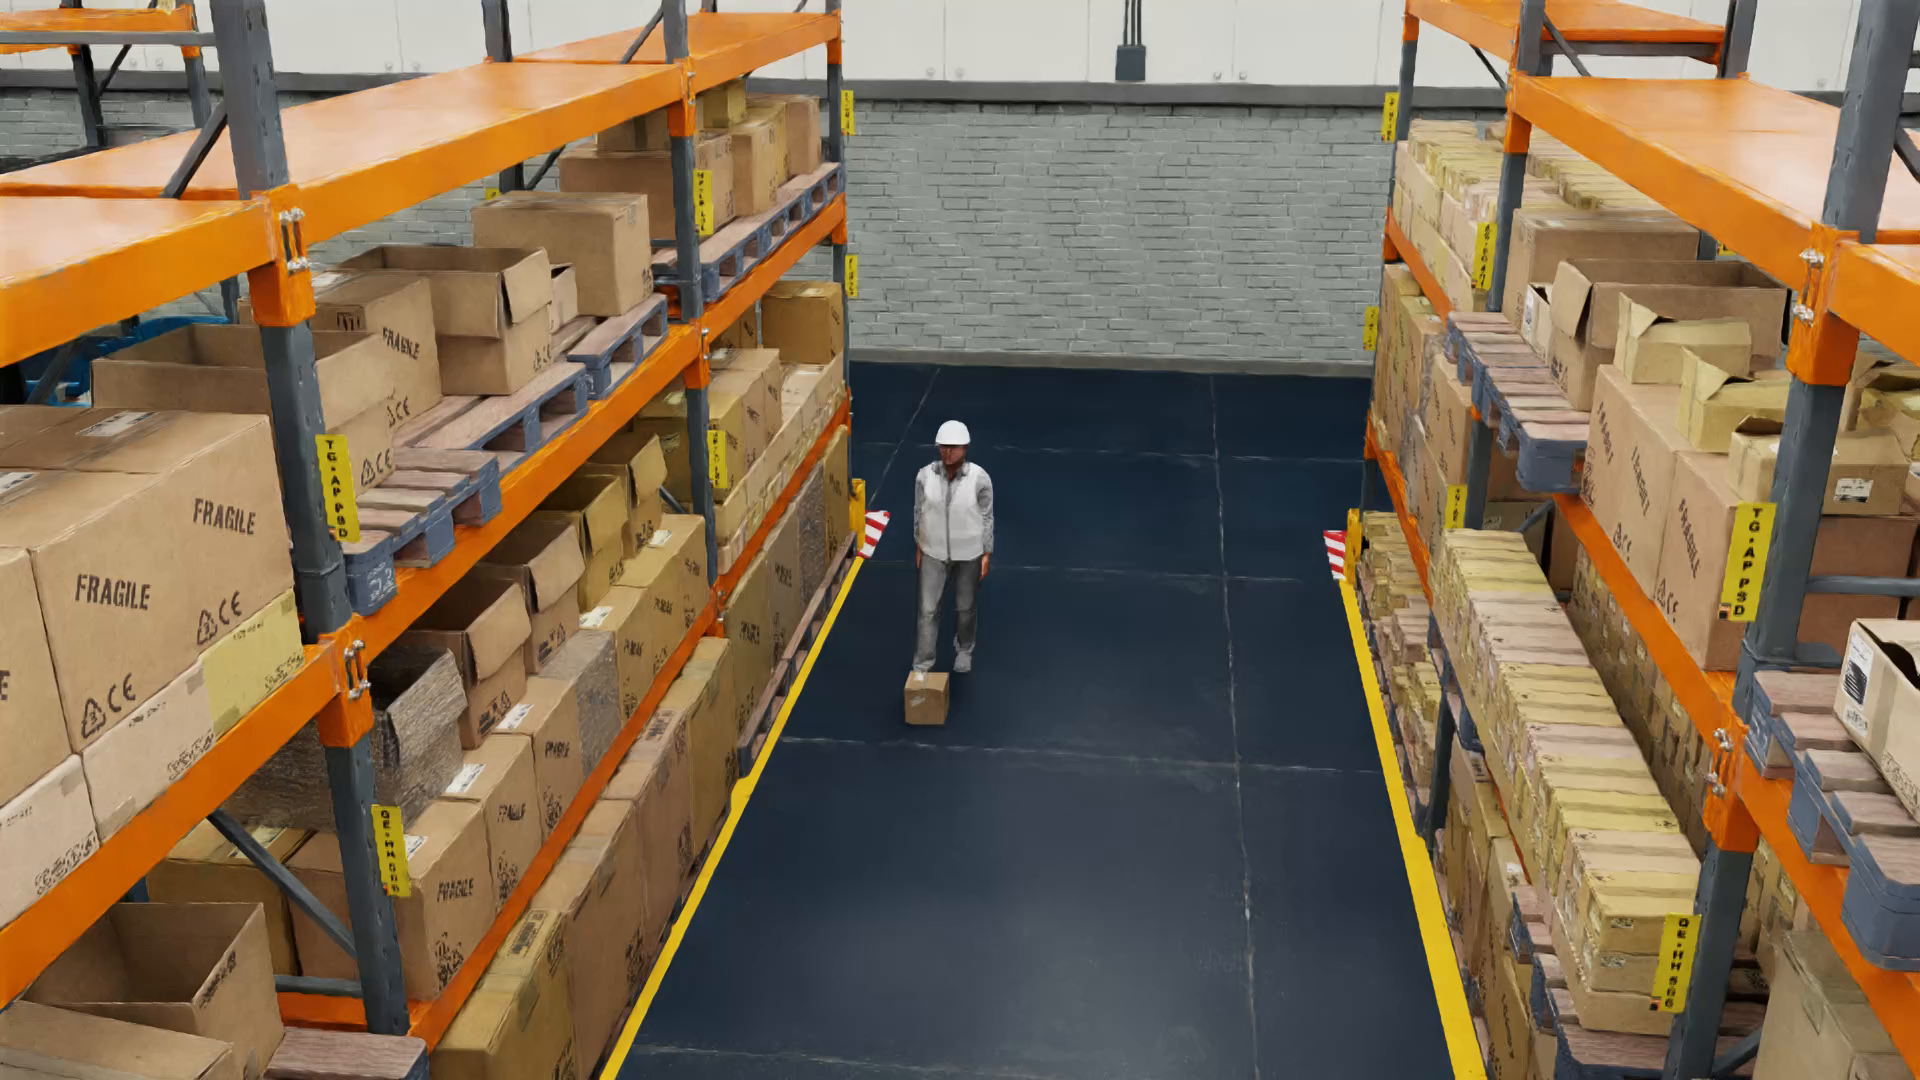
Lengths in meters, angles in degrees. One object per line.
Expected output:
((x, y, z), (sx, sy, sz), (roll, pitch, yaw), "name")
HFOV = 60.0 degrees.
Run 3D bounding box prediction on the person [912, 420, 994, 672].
((-0.057, 0.105, 10.757), (0.537, 1.757, 0.774), (2, 21, 6), "person")
